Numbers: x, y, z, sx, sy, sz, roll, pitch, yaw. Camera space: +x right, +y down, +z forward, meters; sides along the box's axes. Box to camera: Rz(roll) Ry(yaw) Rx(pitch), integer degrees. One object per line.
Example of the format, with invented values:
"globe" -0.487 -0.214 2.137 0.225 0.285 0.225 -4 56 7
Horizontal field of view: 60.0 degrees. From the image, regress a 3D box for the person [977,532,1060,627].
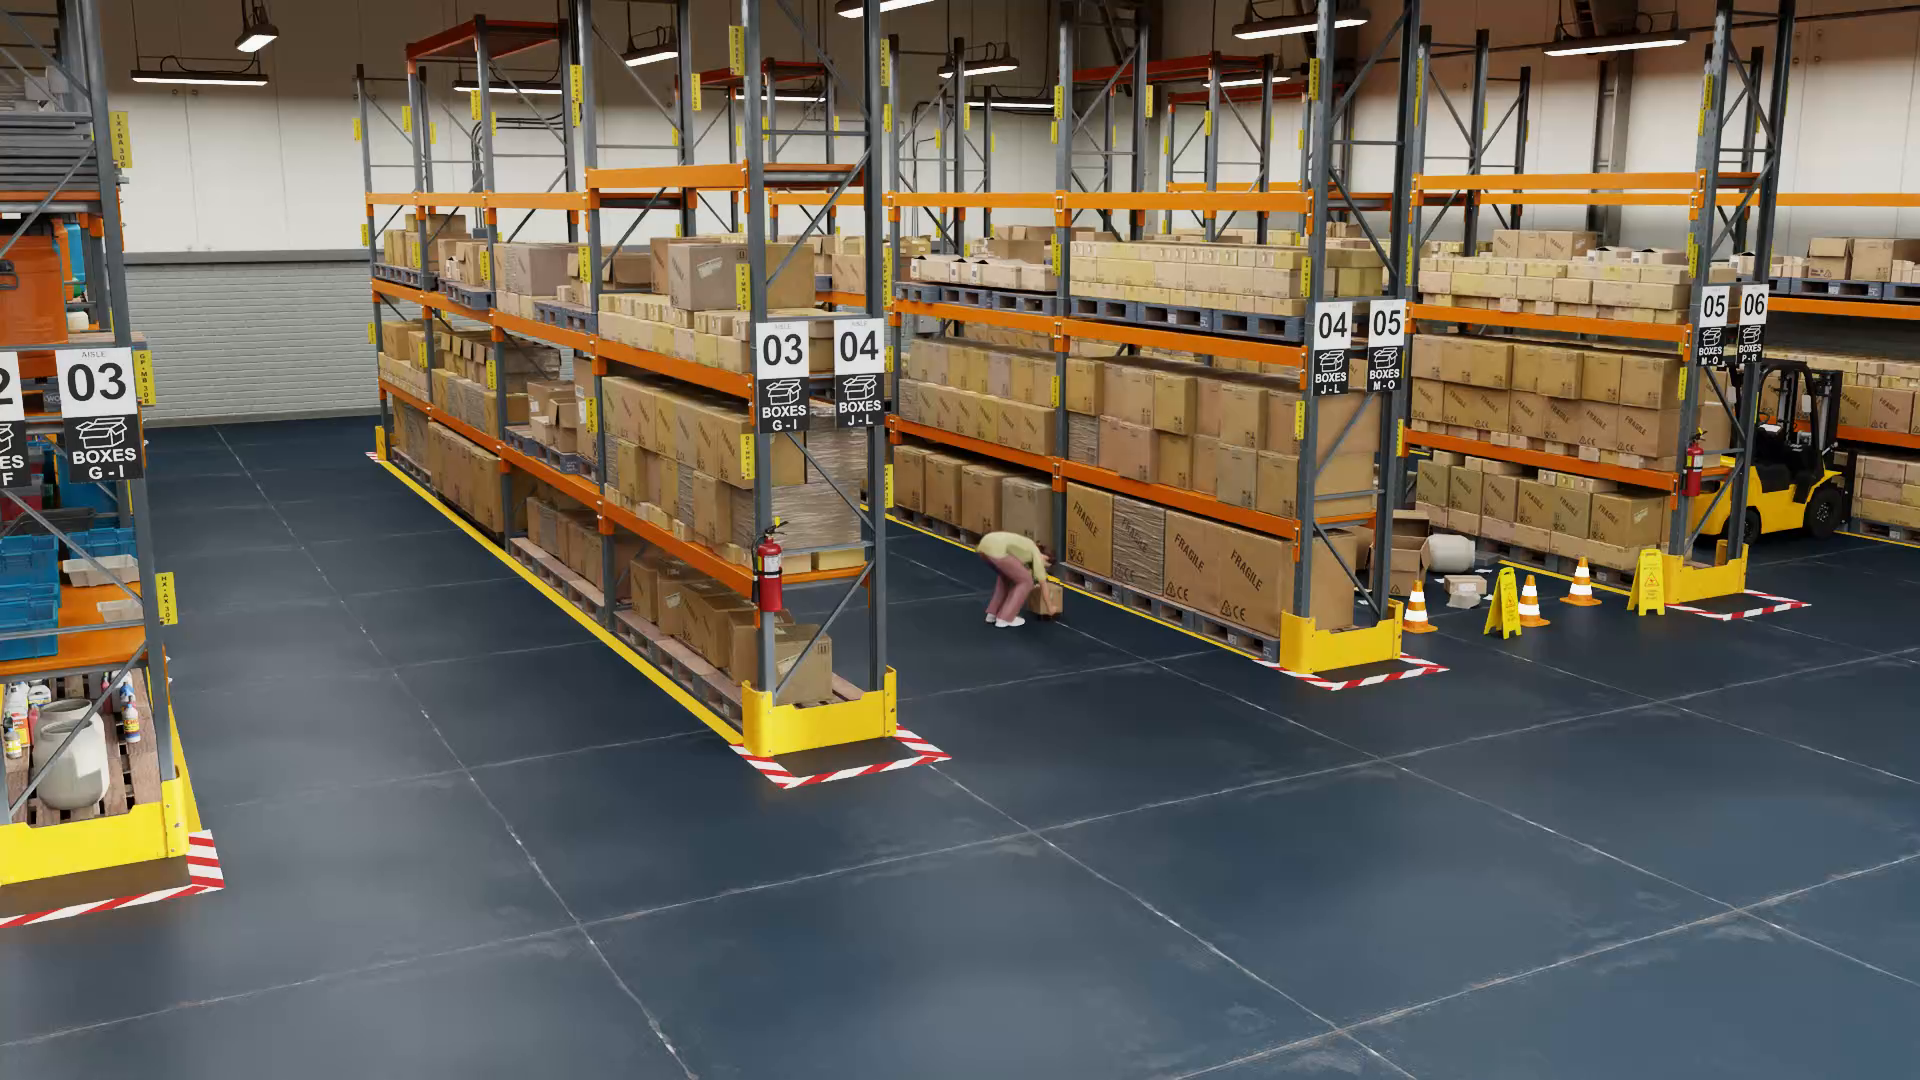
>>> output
"person" 0.572 0.349 16.162 0.849 0.906 0.468 -7 14 -31
